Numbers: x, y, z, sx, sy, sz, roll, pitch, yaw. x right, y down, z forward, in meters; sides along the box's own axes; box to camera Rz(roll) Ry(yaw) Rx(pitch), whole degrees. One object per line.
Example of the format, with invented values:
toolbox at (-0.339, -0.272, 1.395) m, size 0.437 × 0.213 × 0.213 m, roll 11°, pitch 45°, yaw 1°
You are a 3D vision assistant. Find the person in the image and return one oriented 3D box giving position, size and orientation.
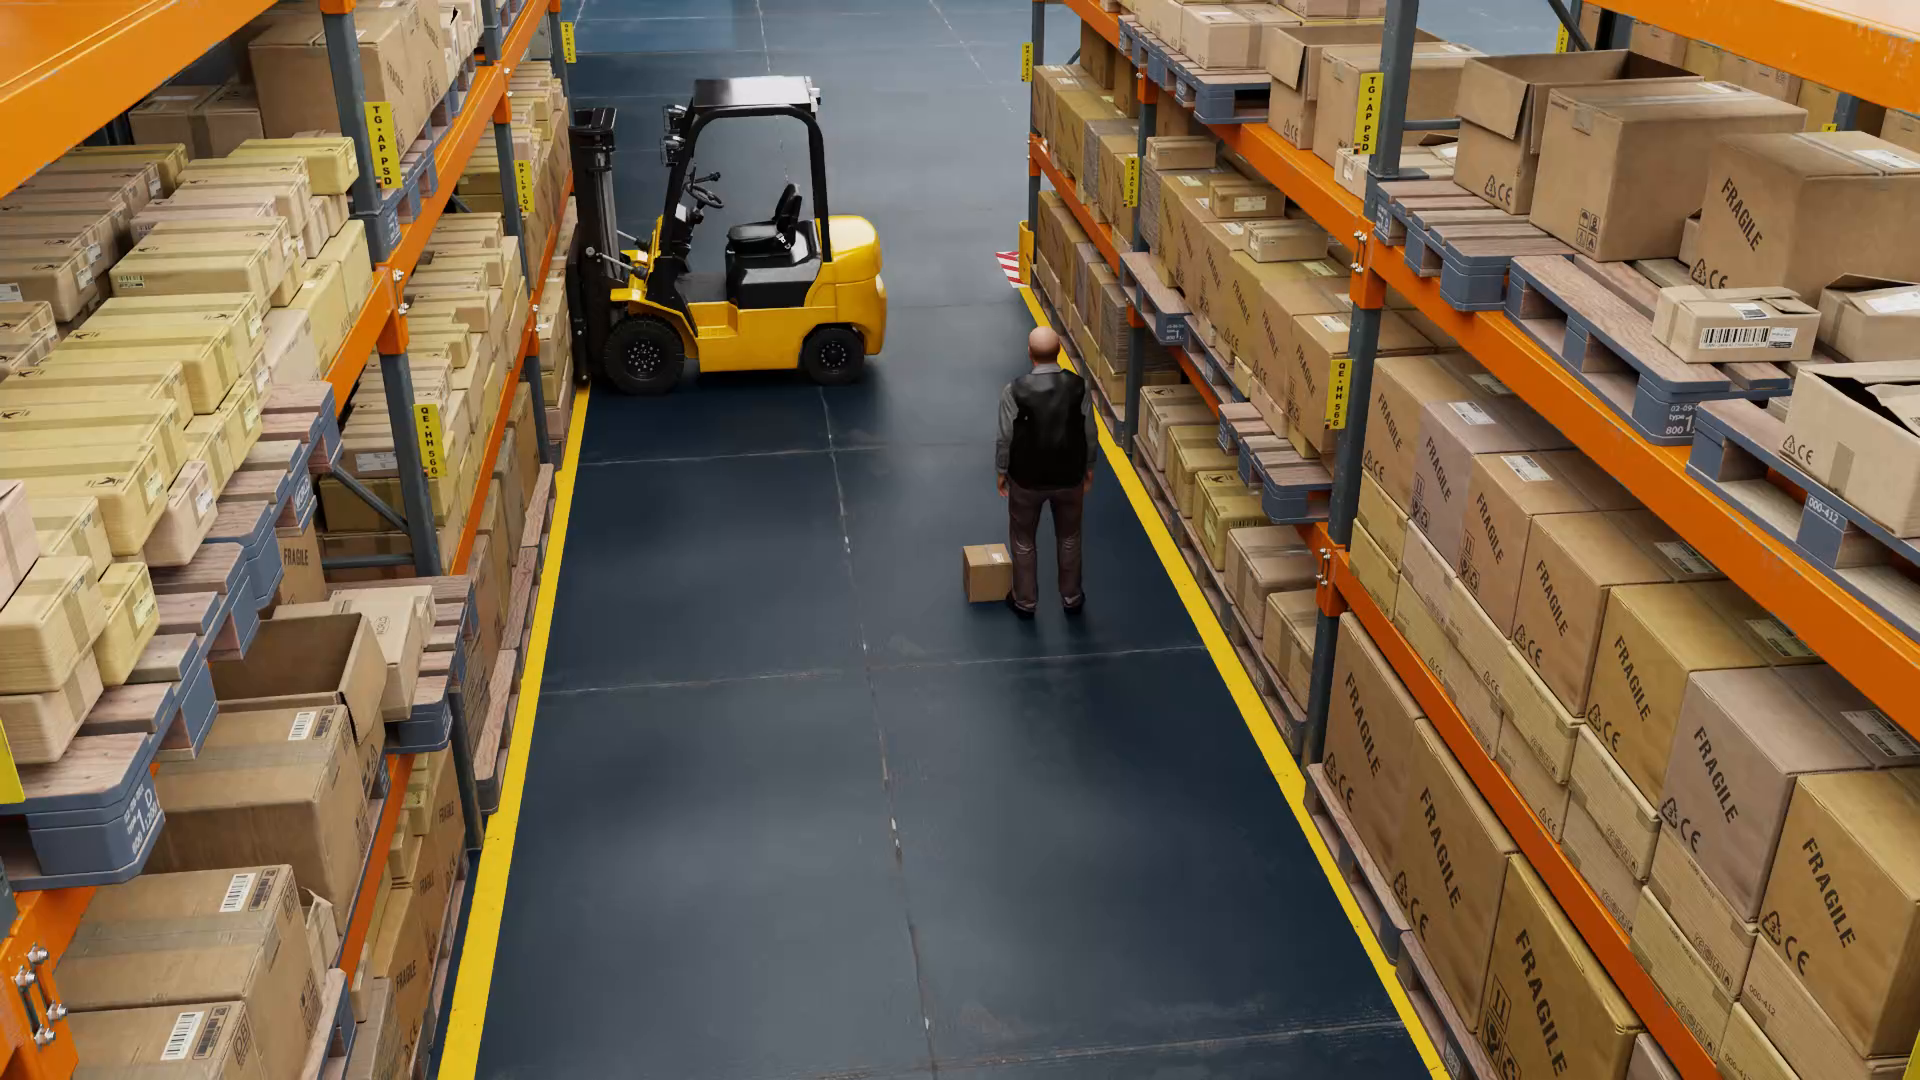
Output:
person at (0.484, -0.306, 9.363) m, size 0.579 × 1.614 × 0.420 m, roll -4°, pitch 27°, yaw -7°
